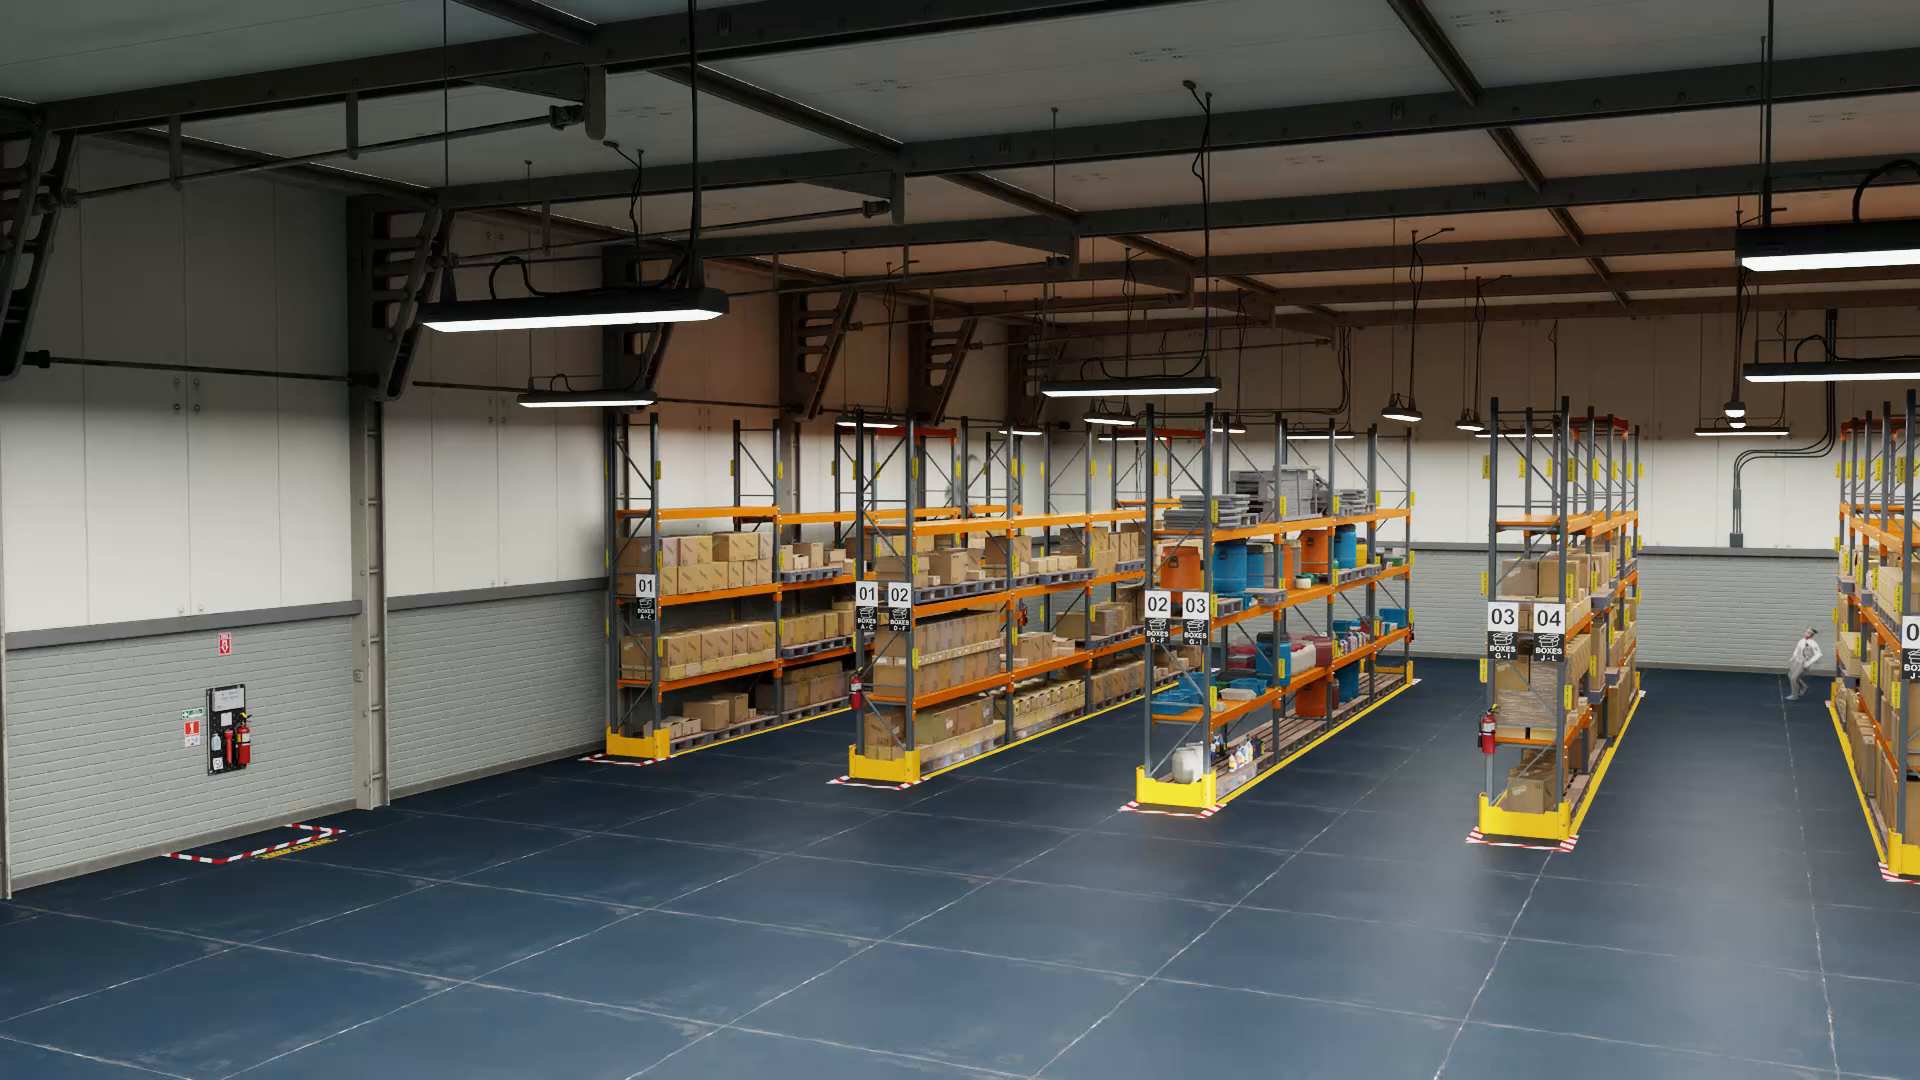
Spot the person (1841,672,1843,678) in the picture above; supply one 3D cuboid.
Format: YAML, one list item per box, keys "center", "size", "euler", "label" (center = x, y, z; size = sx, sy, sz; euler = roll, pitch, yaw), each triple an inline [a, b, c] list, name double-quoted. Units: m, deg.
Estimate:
- center: [19.409, 2.600, 36.186]
  size: [0.866, 1.782, 0.736]
  euler: [2, 3, 43]
  label: "person"

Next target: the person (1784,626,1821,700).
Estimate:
- center: [18.257, 2.673, 36.026]
  size: [0.545, 1.618, 0.678]
  euler: [0, 2, -7]
  label: "person"

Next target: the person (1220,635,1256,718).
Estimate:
- center: [5.564, 2.745, 33.276]
  size: [0.703, 1.677, 0.784]
  euler: [1, 3, 23]
  label: "person"
